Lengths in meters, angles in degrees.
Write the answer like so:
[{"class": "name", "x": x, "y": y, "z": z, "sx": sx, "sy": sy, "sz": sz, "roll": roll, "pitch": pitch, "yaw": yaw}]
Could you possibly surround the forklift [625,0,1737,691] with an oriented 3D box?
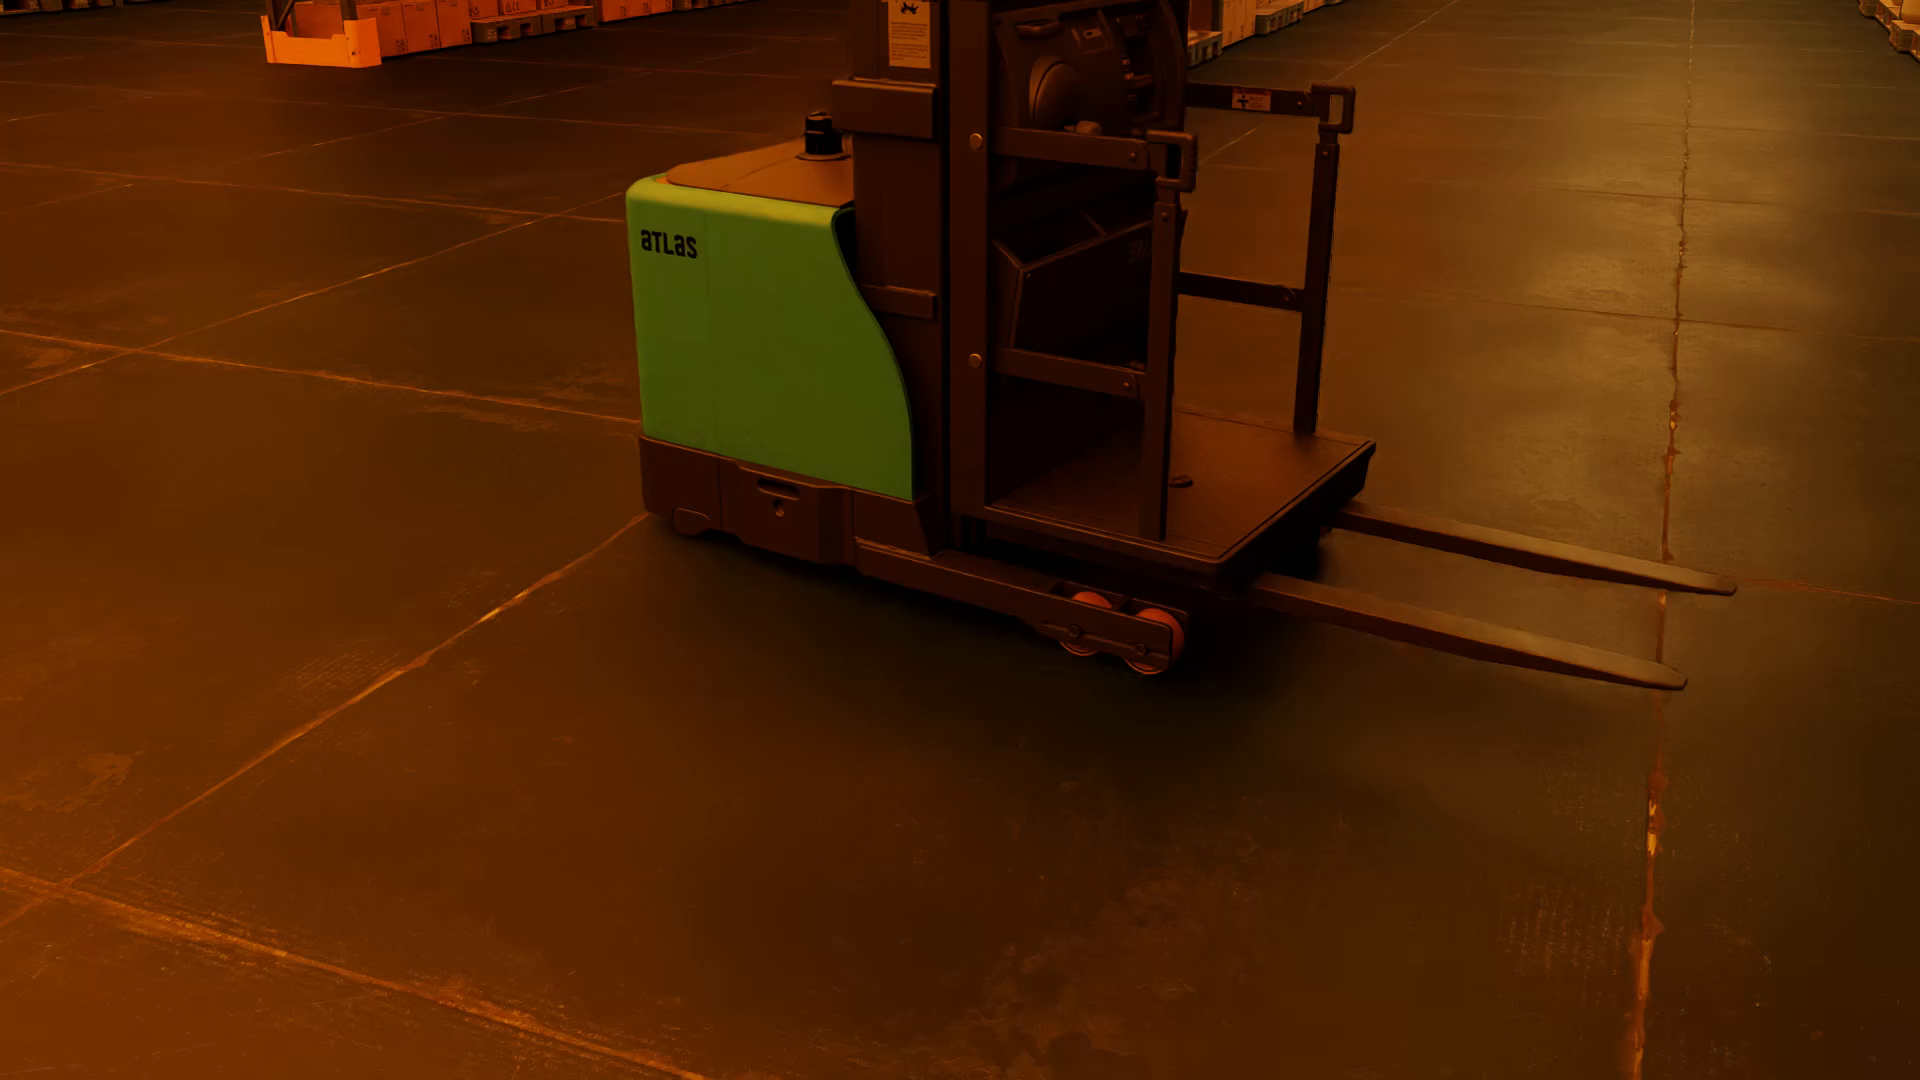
[{"class": "forklift", "x": 0.529, "y": -1.240, "z": 4.259, "sx": 3.031, "sy": 2.935, "sz": 1.130, "roll": 14, "pitch": 27, "yaw": 30}]
